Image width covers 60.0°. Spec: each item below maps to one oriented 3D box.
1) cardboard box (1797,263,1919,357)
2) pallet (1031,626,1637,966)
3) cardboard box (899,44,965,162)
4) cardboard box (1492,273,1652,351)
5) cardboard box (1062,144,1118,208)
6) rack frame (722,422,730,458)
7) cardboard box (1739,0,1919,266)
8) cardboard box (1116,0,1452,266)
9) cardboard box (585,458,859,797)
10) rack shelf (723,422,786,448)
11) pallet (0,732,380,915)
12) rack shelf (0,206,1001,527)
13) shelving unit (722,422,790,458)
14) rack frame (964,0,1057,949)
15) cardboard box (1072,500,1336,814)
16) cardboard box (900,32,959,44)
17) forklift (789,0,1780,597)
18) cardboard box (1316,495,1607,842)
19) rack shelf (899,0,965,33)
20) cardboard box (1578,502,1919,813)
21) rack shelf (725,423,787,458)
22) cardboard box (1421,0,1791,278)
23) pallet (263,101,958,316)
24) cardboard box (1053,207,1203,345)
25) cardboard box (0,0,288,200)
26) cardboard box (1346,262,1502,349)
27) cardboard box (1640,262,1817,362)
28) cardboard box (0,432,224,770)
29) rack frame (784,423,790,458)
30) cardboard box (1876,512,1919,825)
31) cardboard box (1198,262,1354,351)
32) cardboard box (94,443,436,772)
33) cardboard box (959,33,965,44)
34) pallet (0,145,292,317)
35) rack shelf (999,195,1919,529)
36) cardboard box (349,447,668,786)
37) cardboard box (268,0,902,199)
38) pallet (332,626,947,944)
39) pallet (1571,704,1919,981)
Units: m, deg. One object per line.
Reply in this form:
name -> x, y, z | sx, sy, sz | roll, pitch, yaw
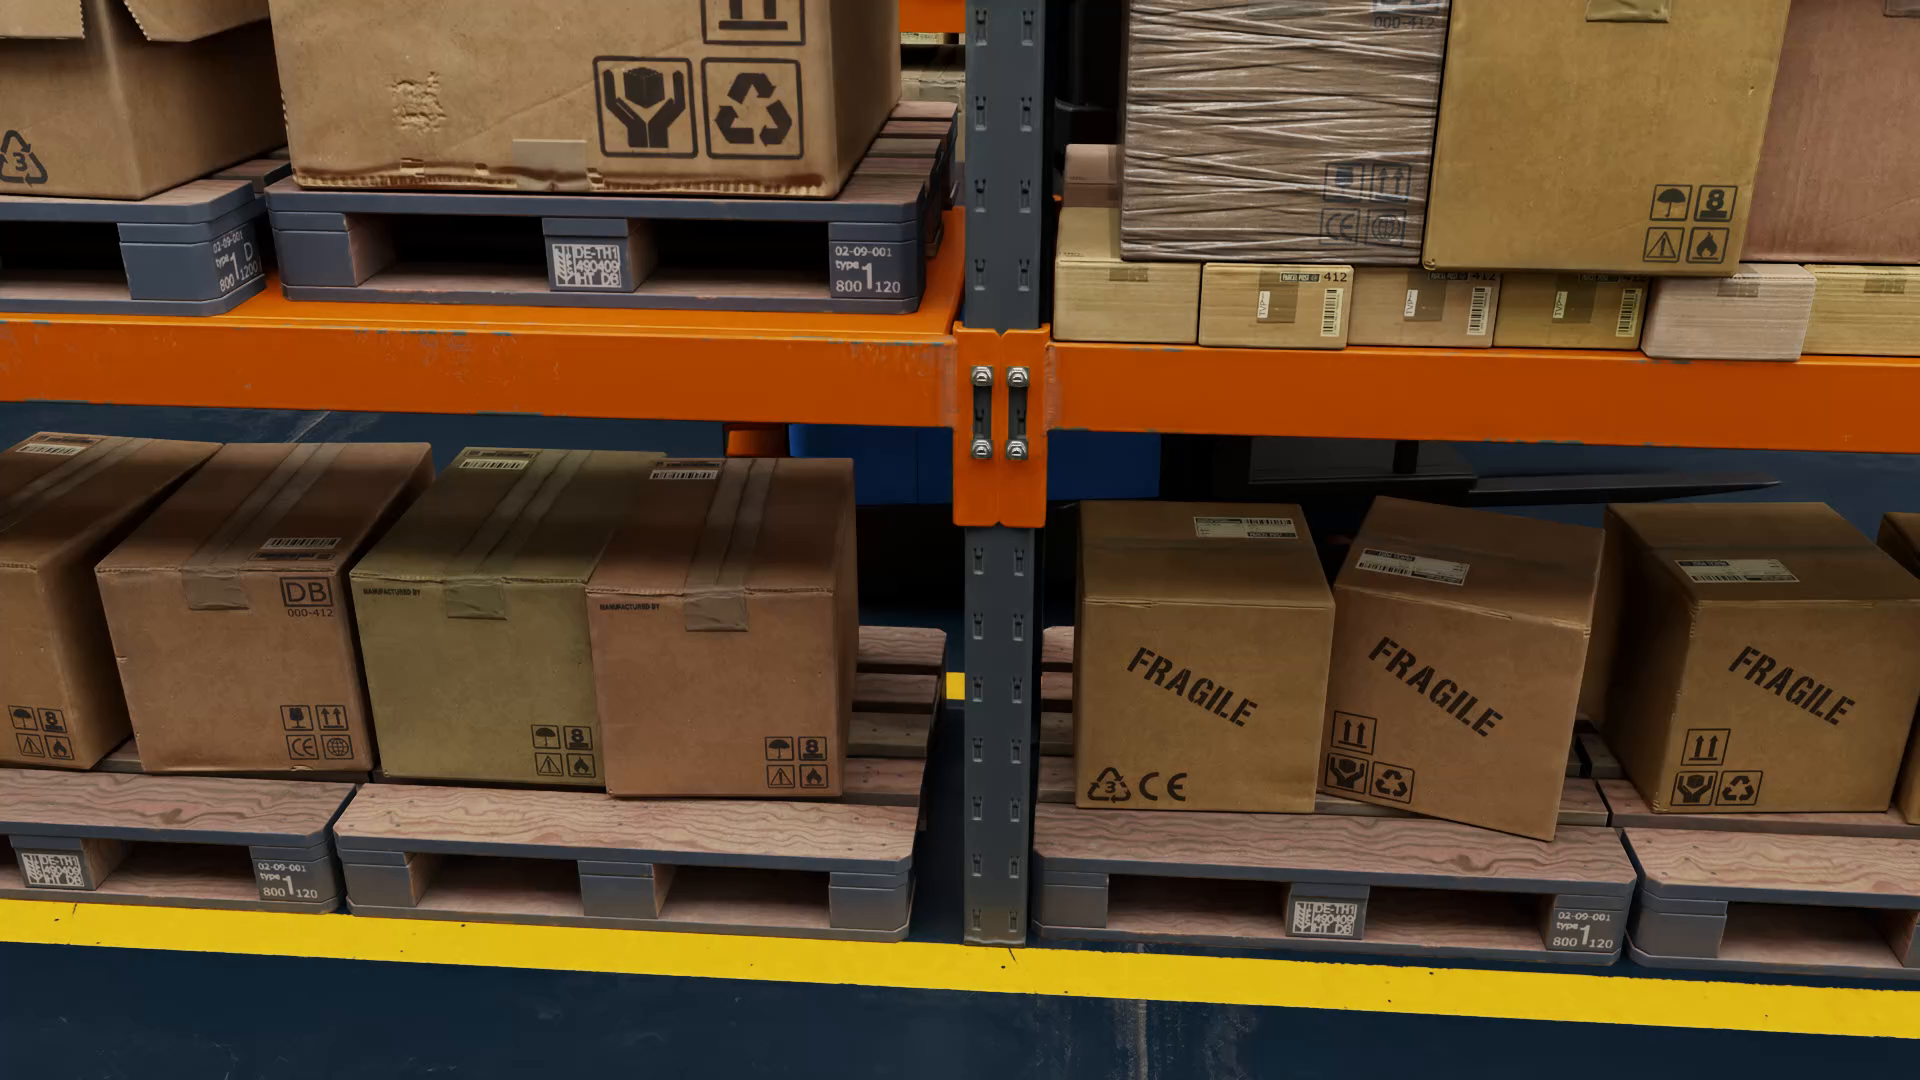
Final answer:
cardboard box -> 1.549, -0.455, 2.952 | 0.250, 0.149, 0.380 | 2, 25, 4
pallet -> 0.782, 0.542, 3.820 | 1.213, 0.211, 1.003 | 2, 25, 4
cardboard box -> -0.036, -1.947, 8.081 | 0.750, 0.750, 1.050 | 2, 25, 4
cardboard box -> 1.050, -0.471, 2.986 | 0.250, 0.149, 0.380 | 2, 25, 4
cardboard box -> 0.346, -0.733, 3.555 | 0.250, 0.149, 0.380 | 2, 25, 4
rack frame -> -0.708, -0.520, 4.946 | 0.006, 1.200, 0.240 | -2, 25, -4
cardboard box -> 1.555, -0.867, 3.071 | 0.500, 0.500, 0.875 | 2, 25, 4
cardboard box -> 0.553, -0.872, 3.081 | 0.500, 0.500, 0.875 | 2, 25, 4
cardboard box -> -0.501, 0.176, 3.744 | 0.500, 0.500, 0.700 | 0, 25, 0
rack shelf -> -0.616, -0.374, 5.020 | 0.180, 0.103, 0.258 | -2, 25, -4
pallet -> -1.887, 0.473, 3.970 | 1.213, 0.211, 1.003 | 2, 25, 4
rack shelf -> -1.885, -0.469, 3.541 | 4.000, 0.370, 1.077 | 2, 25, 4
shelving unit -> -0.616, -0.523, 4.952 | 0.189, 1.200, 0.258 | -2, 25, -4
rack frame -> 0.109, -0.732, 3.251 | 0.127, 3.000, 1.000 | 2, 25, 4
cardboard box -> 0.505, 0.243, 3.622 | 0.500, 0.500, 0.500 | 1, 25, 2
cardboard box -> -0.372, -3.896, 12.770 | 0.625, 0.372, 0.950 | 3, 25, 7
forklift -> 0.985, -1.398, 4.781 | 3.031, 2.935, 1.130 | -2, 25, -4
cardboard box -> 1.077, 0.258, 3.589 | 0.500, 0.500, 0.500 | 10, 27, 21
rack shelf -> -1.404, -2.533, 8.026 | 4.000, 0.370, 1.077 | 2, 25, 4
cardboard box -> 1.702, 0.245, 3.617 | 0.500, 0.500, 0.500 | 0, 25, -1
rack shelf -> -0.616, -0.265, 5.071 | 0.180, 0.103, 0.258 | -2, 25, -4
cardboard box -> 1.049, -0.841, 3.014 | 0.500, 0.500, 0.875 | 2, 25, 4
pallet -> -0.642, -0.729, 3.476 | 1.213, 0.211, 1.003 | 2, 25, 4
cardboard box -> 0.301, -0.485, 3.016 | 0.250, 0.149, 0.380 | 2, 25, 4
cardboard box -> -1.626, -0.986, 3.179 | 0.637, 0.503, 0.797 | 4, 25, 9
cardboard box -> 0.800, -0.475, 2.995 | 0.250, 0.149, 0.380 | 2, 25, 4
cardboard box -> 1.296, -0.446, 2.932 | 0.250, 0.149, 0.380 | 2, 25, 4
cardboard box -> -2.090, 0.117, 3.871 | 0.500, 0.500, 0.700 | 4, 25, 8
rack frame -> -0.525, -0.526, 4.958 | 0.006, 1.200, 0.240 | -2, 25, -4
cardboard box -> 2.255, 0.282, 3.538 | 0.500, 0.500, 0.500 | 4, 25, 9
cardboard box -> 0.549, -0.472, 2.987 | 0.250, 0.149, 0.380 | 2, 25, 4
cardboard box -> -1.533, 0.135, 3.833 | 0.500, 0.500, 0.700 | 0, 25, -1
cardboard box -> 0.345, -3.875, 12.723 | 0.625, 0.372, 0.950 | 2, 25, 5
pallet -> -1.902, -0.726, 3.469 | 1.213, 0.211, 1.003 | 2, 25, 4
rack shelf -> 2.103, -0.341, 3.263 | 4.000, 0.370, 1.077 | 2, 25, 4
cardboard box -> -0.975, 0.152, 3.794 | 0.500, 0.500, 0.700 | 2, 25, 4
cardboard box -> -0.672, -1.279, 3.220 | 1.000, 1.000, 1.000 | 2, 25, 4
pallet -> -0.667, 0.511, 3.887 | 1.213, 0.211, 1.003 | 2, 25, 4
pallet -> 2.001, 0.580, 3.737 | 1.213, 0.211, 1.003 | 2, 25, 4
